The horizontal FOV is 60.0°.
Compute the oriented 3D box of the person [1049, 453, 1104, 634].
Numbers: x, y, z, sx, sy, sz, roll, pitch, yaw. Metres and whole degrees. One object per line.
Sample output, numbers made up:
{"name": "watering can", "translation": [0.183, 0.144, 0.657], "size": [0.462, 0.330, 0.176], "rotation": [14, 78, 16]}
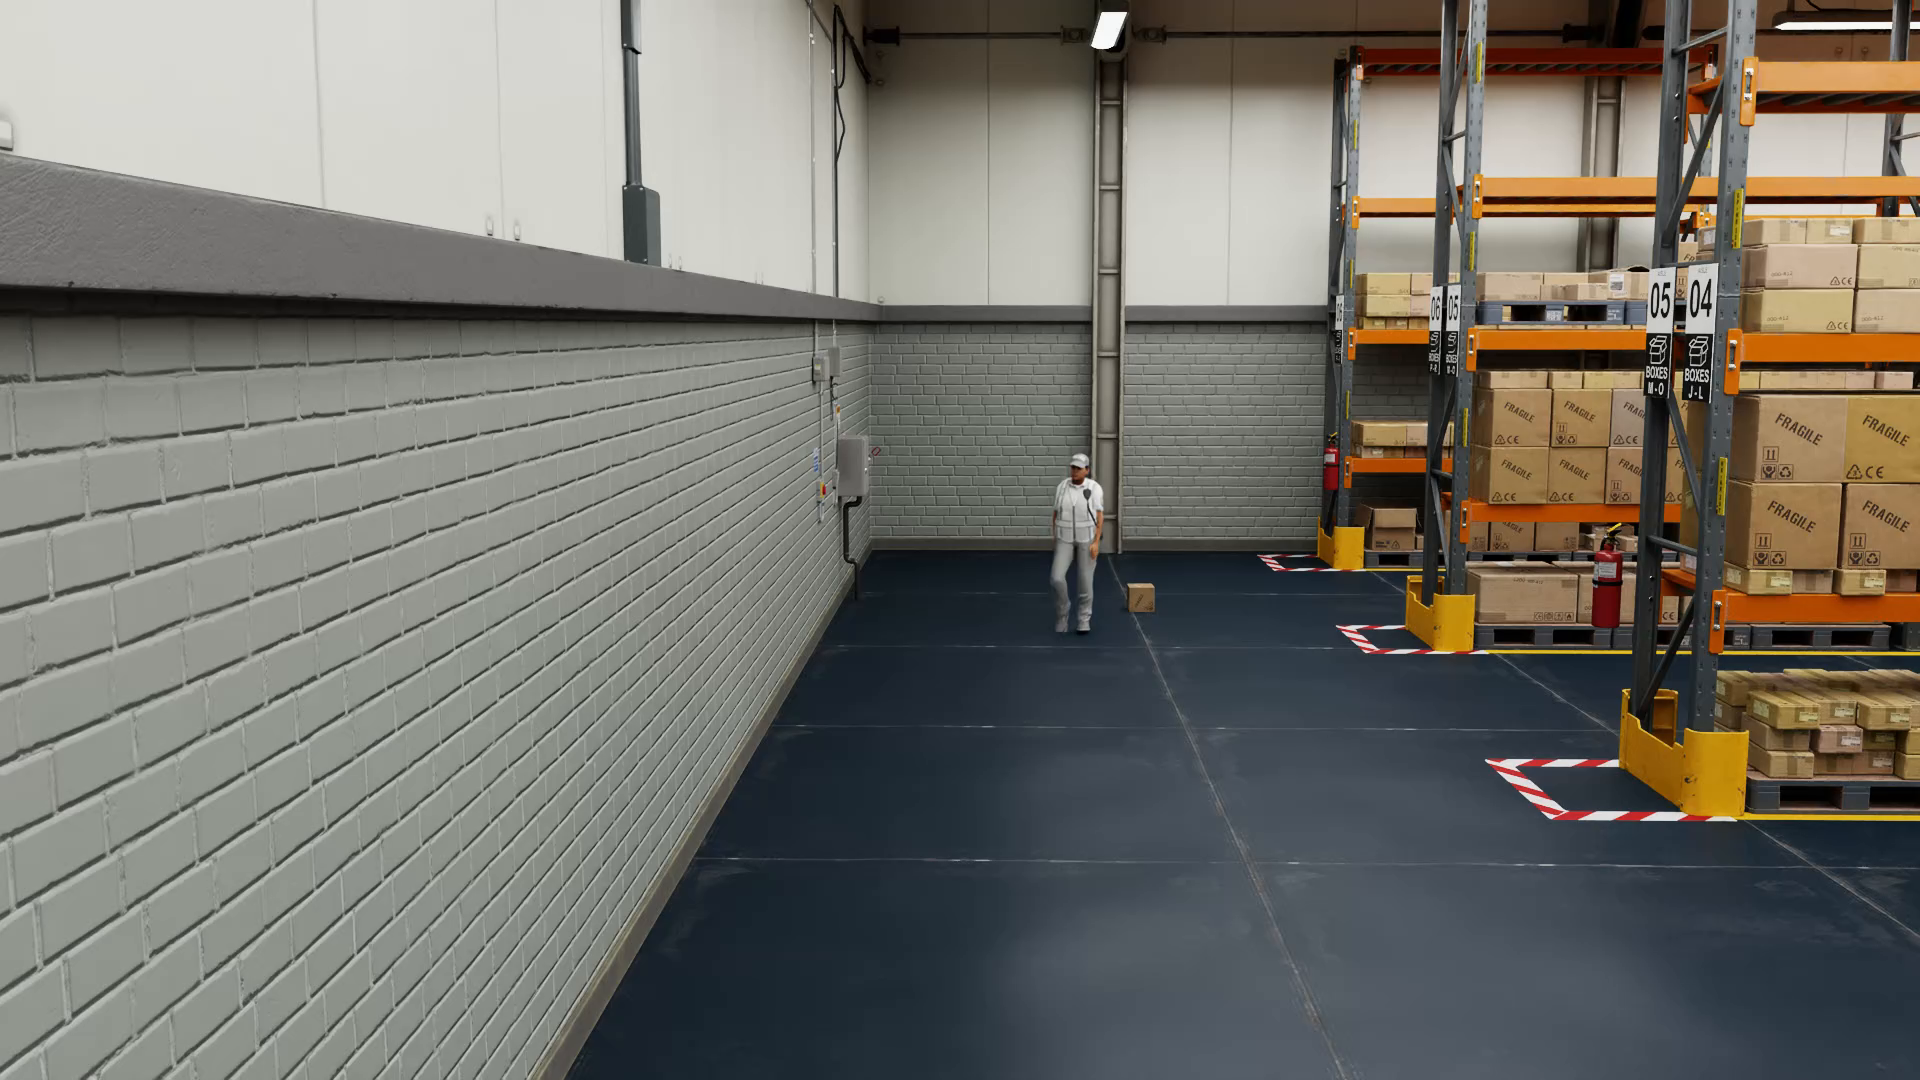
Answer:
{"name": "person", "translation": [1.085, 0.045, 15.387], "size": [0.486, 1.698, 0.437], "rotation": [2, 8, 13]}
